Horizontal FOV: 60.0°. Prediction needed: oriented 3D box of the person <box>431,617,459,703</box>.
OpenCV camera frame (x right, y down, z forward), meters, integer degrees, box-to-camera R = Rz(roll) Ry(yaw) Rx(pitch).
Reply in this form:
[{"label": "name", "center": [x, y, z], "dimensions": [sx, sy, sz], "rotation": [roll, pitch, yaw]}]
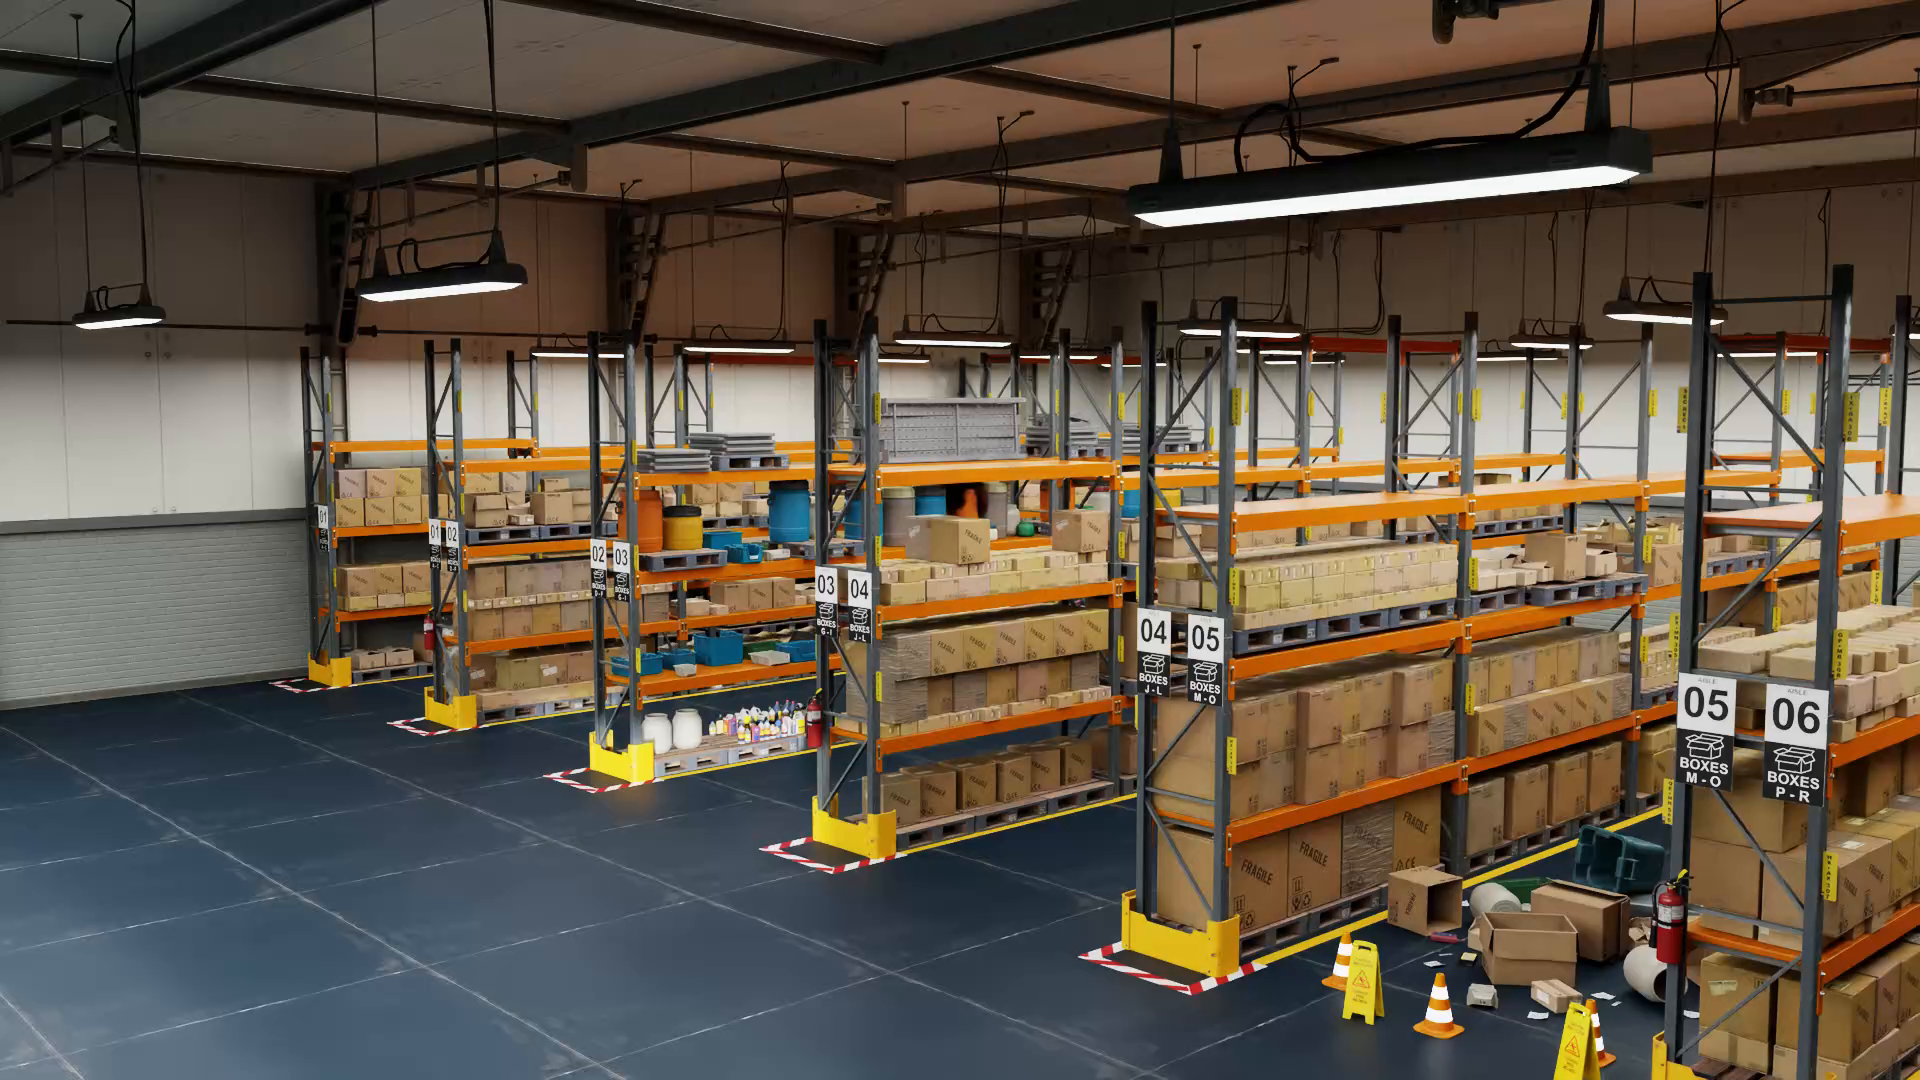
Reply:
[{"label": "person", "center": [-8.359, 1.995, 27.842], "dimensions": [1.049, 1.507, 0.615], "rotation": [-4, 7, -41]}]
